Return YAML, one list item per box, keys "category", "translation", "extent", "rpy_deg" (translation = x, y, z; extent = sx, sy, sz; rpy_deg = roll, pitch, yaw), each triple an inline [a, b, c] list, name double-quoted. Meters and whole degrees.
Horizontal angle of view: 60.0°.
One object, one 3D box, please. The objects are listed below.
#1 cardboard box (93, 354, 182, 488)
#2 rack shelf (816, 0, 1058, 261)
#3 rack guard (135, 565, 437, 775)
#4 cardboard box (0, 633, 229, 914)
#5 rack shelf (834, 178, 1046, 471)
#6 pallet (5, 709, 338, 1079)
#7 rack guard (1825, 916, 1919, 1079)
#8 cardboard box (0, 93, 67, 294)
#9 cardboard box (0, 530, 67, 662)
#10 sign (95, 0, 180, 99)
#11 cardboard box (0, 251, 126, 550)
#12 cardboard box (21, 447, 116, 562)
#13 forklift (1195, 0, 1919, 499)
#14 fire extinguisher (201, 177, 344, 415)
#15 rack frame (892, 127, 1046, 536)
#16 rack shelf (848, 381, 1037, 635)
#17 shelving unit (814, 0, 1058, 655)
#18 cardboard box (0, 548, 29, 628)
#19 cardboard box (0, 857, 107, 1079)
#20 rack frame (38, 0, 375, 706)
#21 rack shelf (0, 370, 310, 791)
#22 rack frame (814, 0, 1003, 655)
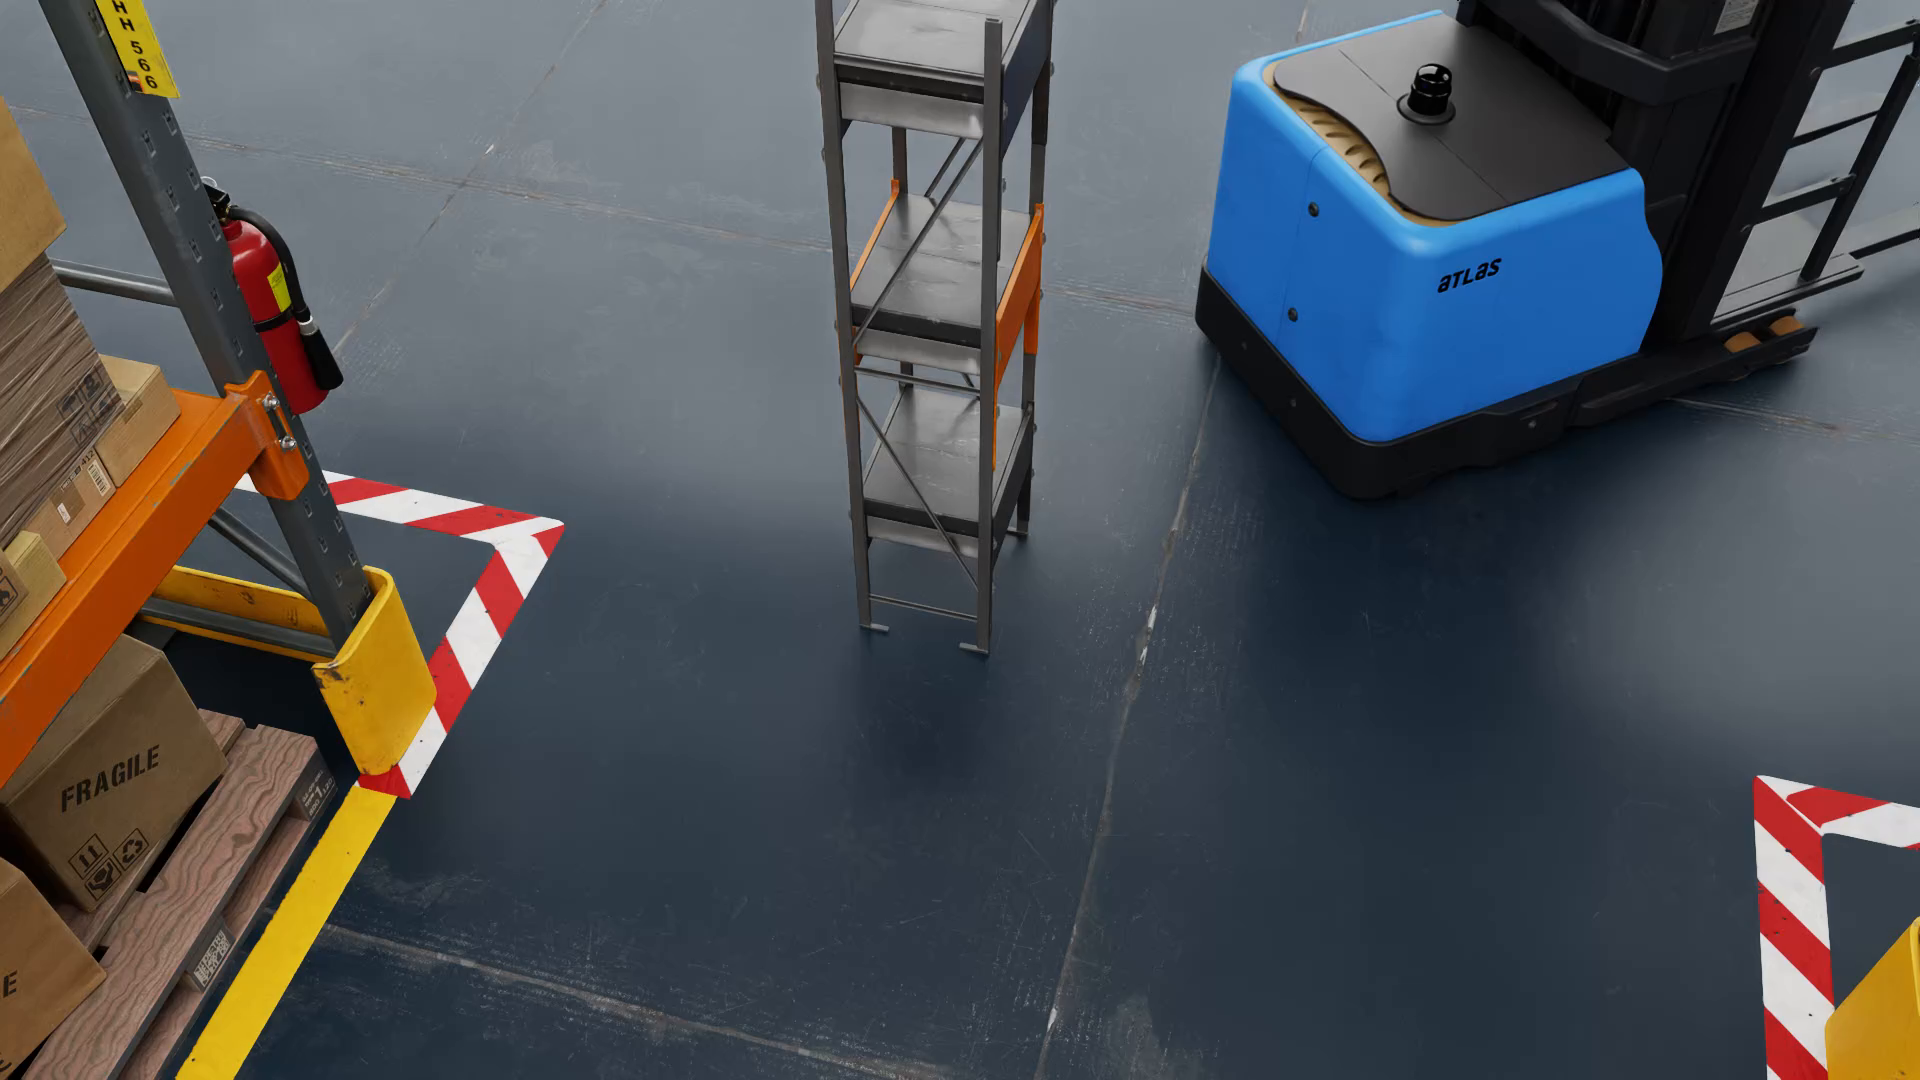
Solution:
- category: "cardboard box"
  translation: [-1.975, -0.285, 3.668]
  extent: [0.380, 0.149, 0.250]
  rpy_deg: [12, 50, 10]
- category: "rack shelf"
  translation: [-0.044, -1.029, 3.842]
  extent: [0.431, 0.518, 0.480]
  rpy_deg: [12, 50, 10]
- category: "rack guard"
  translation: [-2.119, 0.267, 4.681]
  extent: [1.175, 0.500, 0.348]
  rpy_deg: [12, 50, 10]
- category: "cardboard box"
  translation: [-2.280, 0.522, 4.176]
  extent: [0.500, 0.500, 0.500]
  rpy_deg: [20, 52, 17]
- category: "rack shelf"
  translation: [-0.044, -0.566, 4.367]
  extent: [0.431, 0.518, 0.480]
  rpy_deg: [12, 50, 10]
- category: "pallet"
  translation: [-2.367, 0.943, 4.277]
  extent: [1.003, 0.211, 1.213]
  rpy_deg: [12, 50, 10]
- category: "rack guard"
  translation: [2.704, 1.254, 3.810]
  extent: [1.175, 0.500, 0.348]
  rpy_deg: [12, 50, 10]
- category: "cardboard box"
  translation: [-2.006, -0.631, 2.874]
  extent: [0.500, 0.500, 0.500]
  rpy_deg: [12, 50, 10]
- category: "cardboard box"
  translation: [-2.058, 0.087, 3.340]
  extent: [0.380, 0.149, 0.250]
  rpy_deg: [12, 50, 10]
- category: "sign"
  translation: [-1.569, -0.979, 3.130]
  extent: [0.100, 0.325, 0.005]
  rpy_deg: [12, 50, 10]
- category: "cardboard box"
  translation: [-2.271, -0.354, 3.297]
  extent: [0.875, 0.500, 0.500]
  rpy_deg: [12, 50, 10]
- category: "cardboard box"
  translation: [-2.042, -0.104, 3.509]
  extent: [0.380, 0.149, 0.250]
  rpy_deg: [12, 50, 10]
- category: "forklift"
  translation: [2.384, -1.861, 4.938]
  extent: [3.031, 2.935, 1.130]
  rpy_deg: [-19, 51, -16]
- category: "fire extinguisher"
  translation: [-1.625, -0.581, 3.814]
  extent: [0.296, 0.674, 0.183]
  rpy_deg: [12, 50, 10]
- category: "rack frame"
  translation: [0.021, -0.752, 4.513]
  extent: [0.400, 2.100, 0.015]
  rpy_deg: [12, 50, 10]
- category: "rack shelf"
  translation: [-0.044, -0.103, 4.892]
  extent: [0.431, 0.518, 0.480]
  rpy_deg: [12, 50, 10]
- category: "shelving unit"
  translation: [-0.044, -0.575, 4.357]
  extent: [0.431, 2.100, 0.503]
  rpy_deg: [12, 50, 10]
- category: "cardboard box"
  translation: [-2.286, 0.031, 2.957]
  extent: [0.875, 0.500, 0.500]
  rpy_deg: [12, 50, 10]
- category: "cardboard box"
  translation: [-2.404, 0.961, 3.788]
  extent: [0.500, 0.500, 0.500]
  rpy_deg: [24, 53, 20]
- category: "rack frame"
  translation: [-2.099, -0.615, 3.792]
  extent: [1.000, 3.000, 0.127]
  rpy_deg: [12, 50, 10]
- category: "rack shelf"
  translation: [-2.626, 1.070, 2.785]
  extent: [1.077, 0.370, 4.000]
  rpy_deg: [12, 50, 10]
- category: "rack frame"
  translation: [-0.108, -0.399, 4.201]
  extent: [0.400, 2.100, 0.015]
  rpy_deg: [12, 50, 10]
